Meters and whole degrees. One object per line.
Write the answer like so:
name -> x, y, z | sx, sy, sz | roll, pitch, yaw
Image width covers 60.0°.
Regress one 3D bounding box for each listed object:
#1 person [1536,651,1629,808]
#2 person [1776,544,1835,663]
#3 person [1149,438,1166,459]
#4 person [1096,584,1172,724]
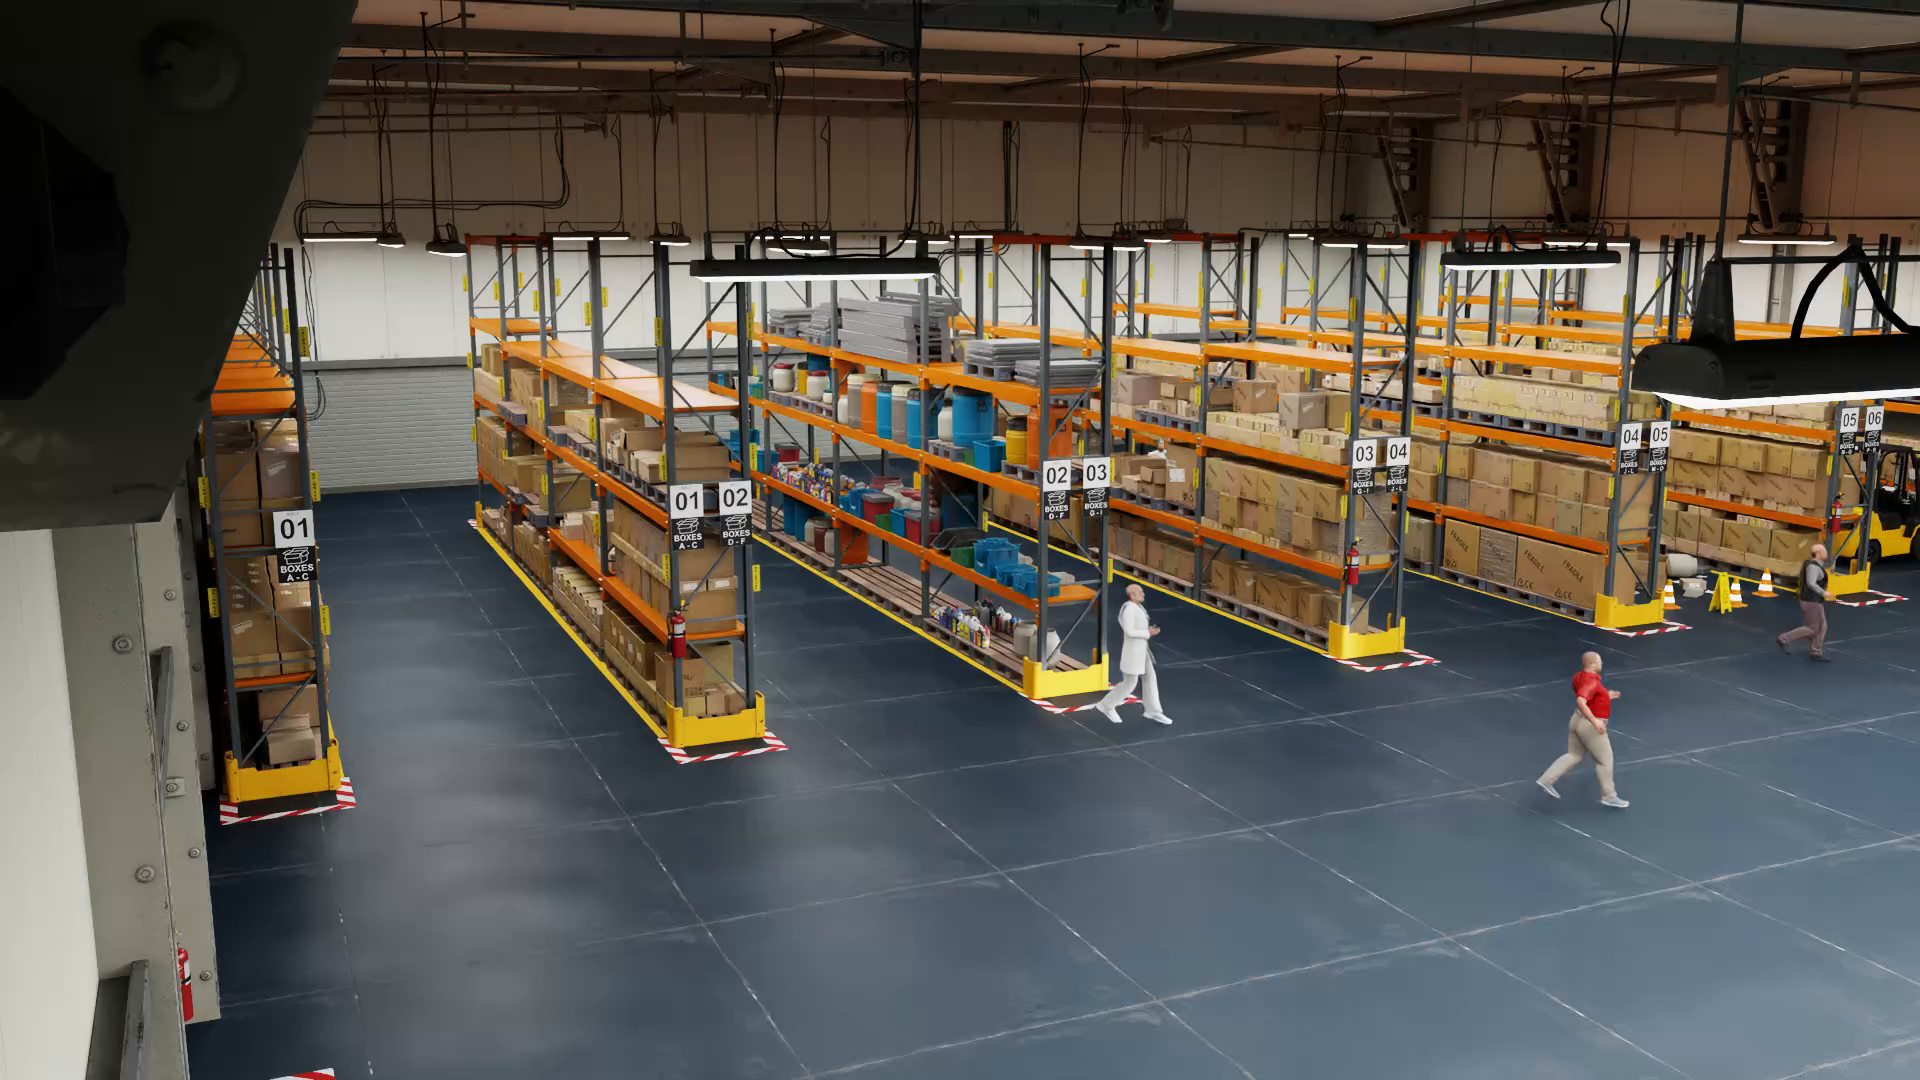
person -> 6.785, 2.039, 17.966 | 0.988, 1.718, 0.660 | -1, 11, -5
person -> 12.268, 0.902, 24.039 | 0.770, 1.724, 0.683 | 5, 12, 23
person -> 4.324, -1.390, 35.964 | 0.613, 1.687, 0.681 | -3, 11, -17
person -> 2.203, 1.453, 20.926 | 0.944, 1.791, 0.713 | 3, 11, 16
